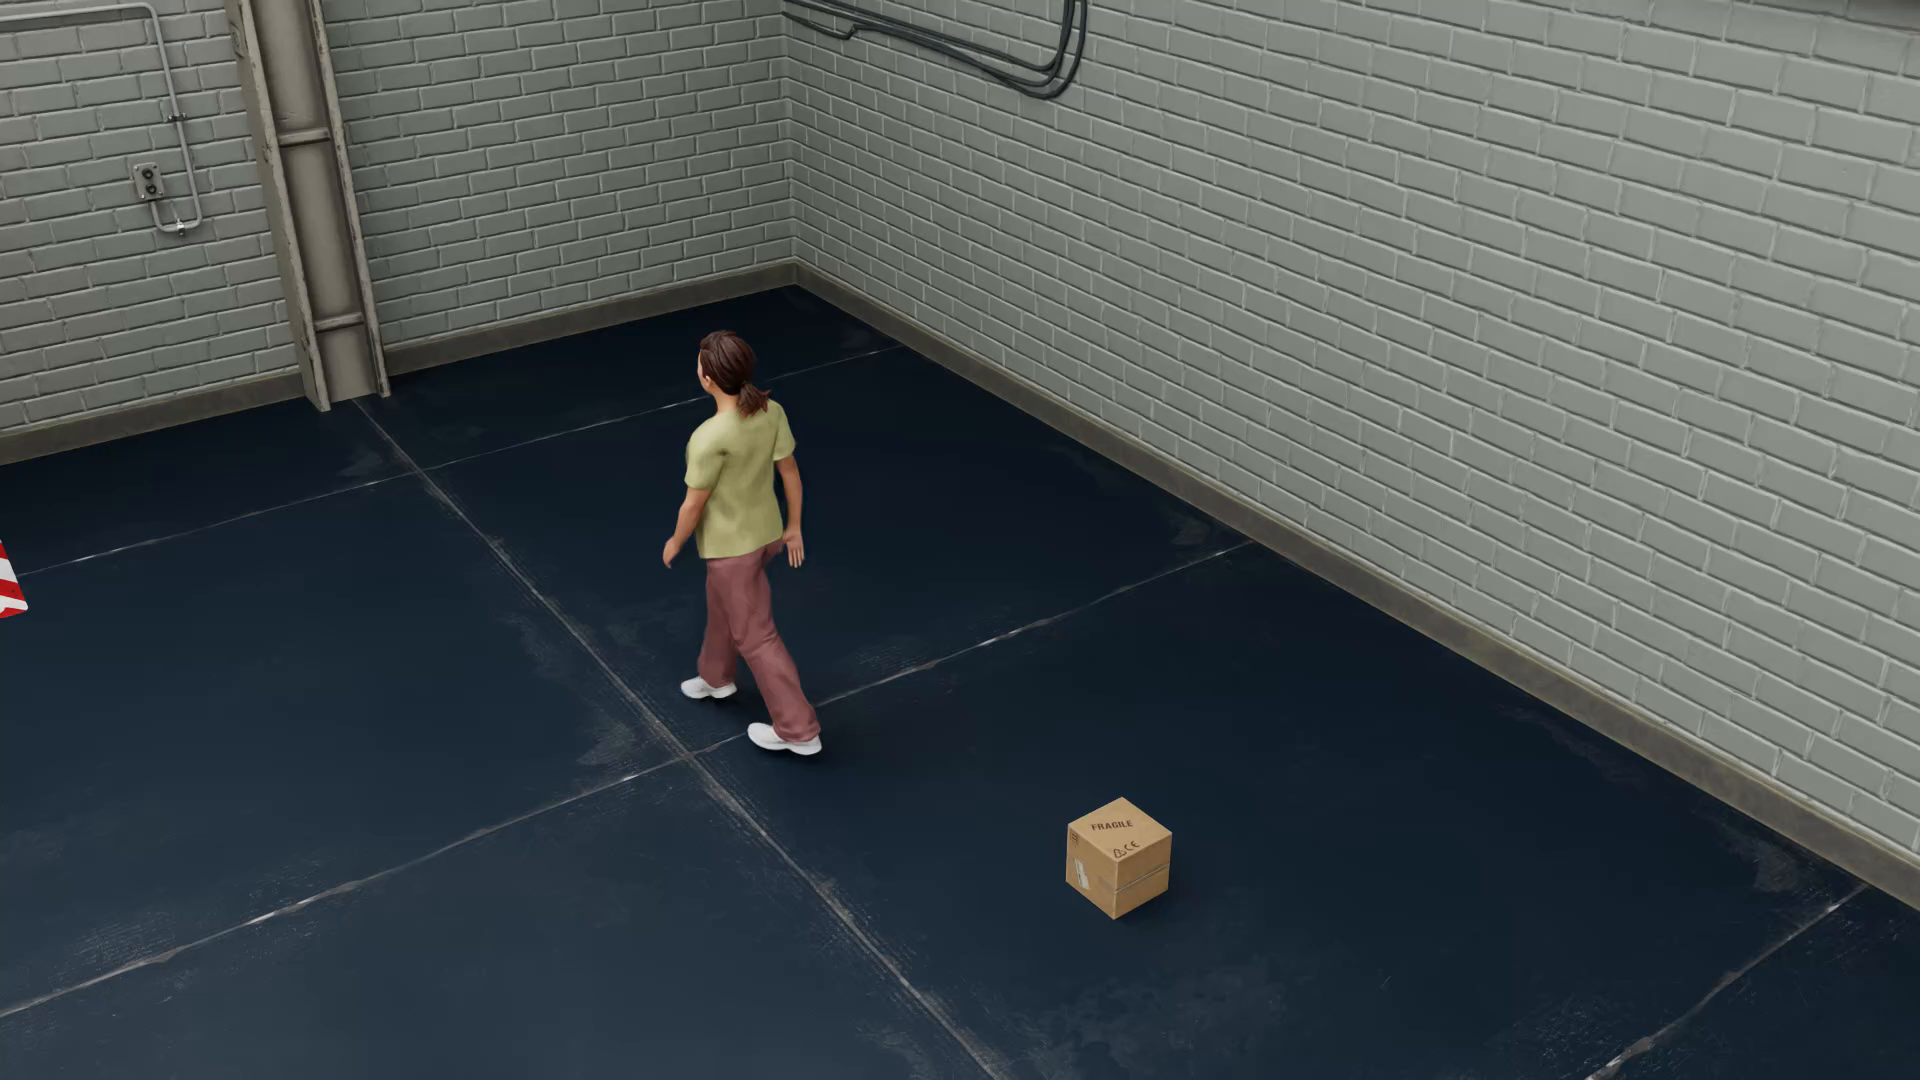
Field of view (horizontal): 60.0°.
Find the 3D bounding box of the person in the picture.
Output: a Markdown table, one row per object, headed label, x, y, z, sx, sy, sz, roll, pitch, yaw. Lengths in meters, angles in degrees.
| label | x | y | z | sx | sy | sz | roll | pitch | yaw |
| --- | --- | --- | --- | --- | --- | --- | --- | --- | --- |
| person | -0.862 | 0.018 | 6.102 | 0.792 | 1.690 | 0.459 | 17 | 33 | 28 |
